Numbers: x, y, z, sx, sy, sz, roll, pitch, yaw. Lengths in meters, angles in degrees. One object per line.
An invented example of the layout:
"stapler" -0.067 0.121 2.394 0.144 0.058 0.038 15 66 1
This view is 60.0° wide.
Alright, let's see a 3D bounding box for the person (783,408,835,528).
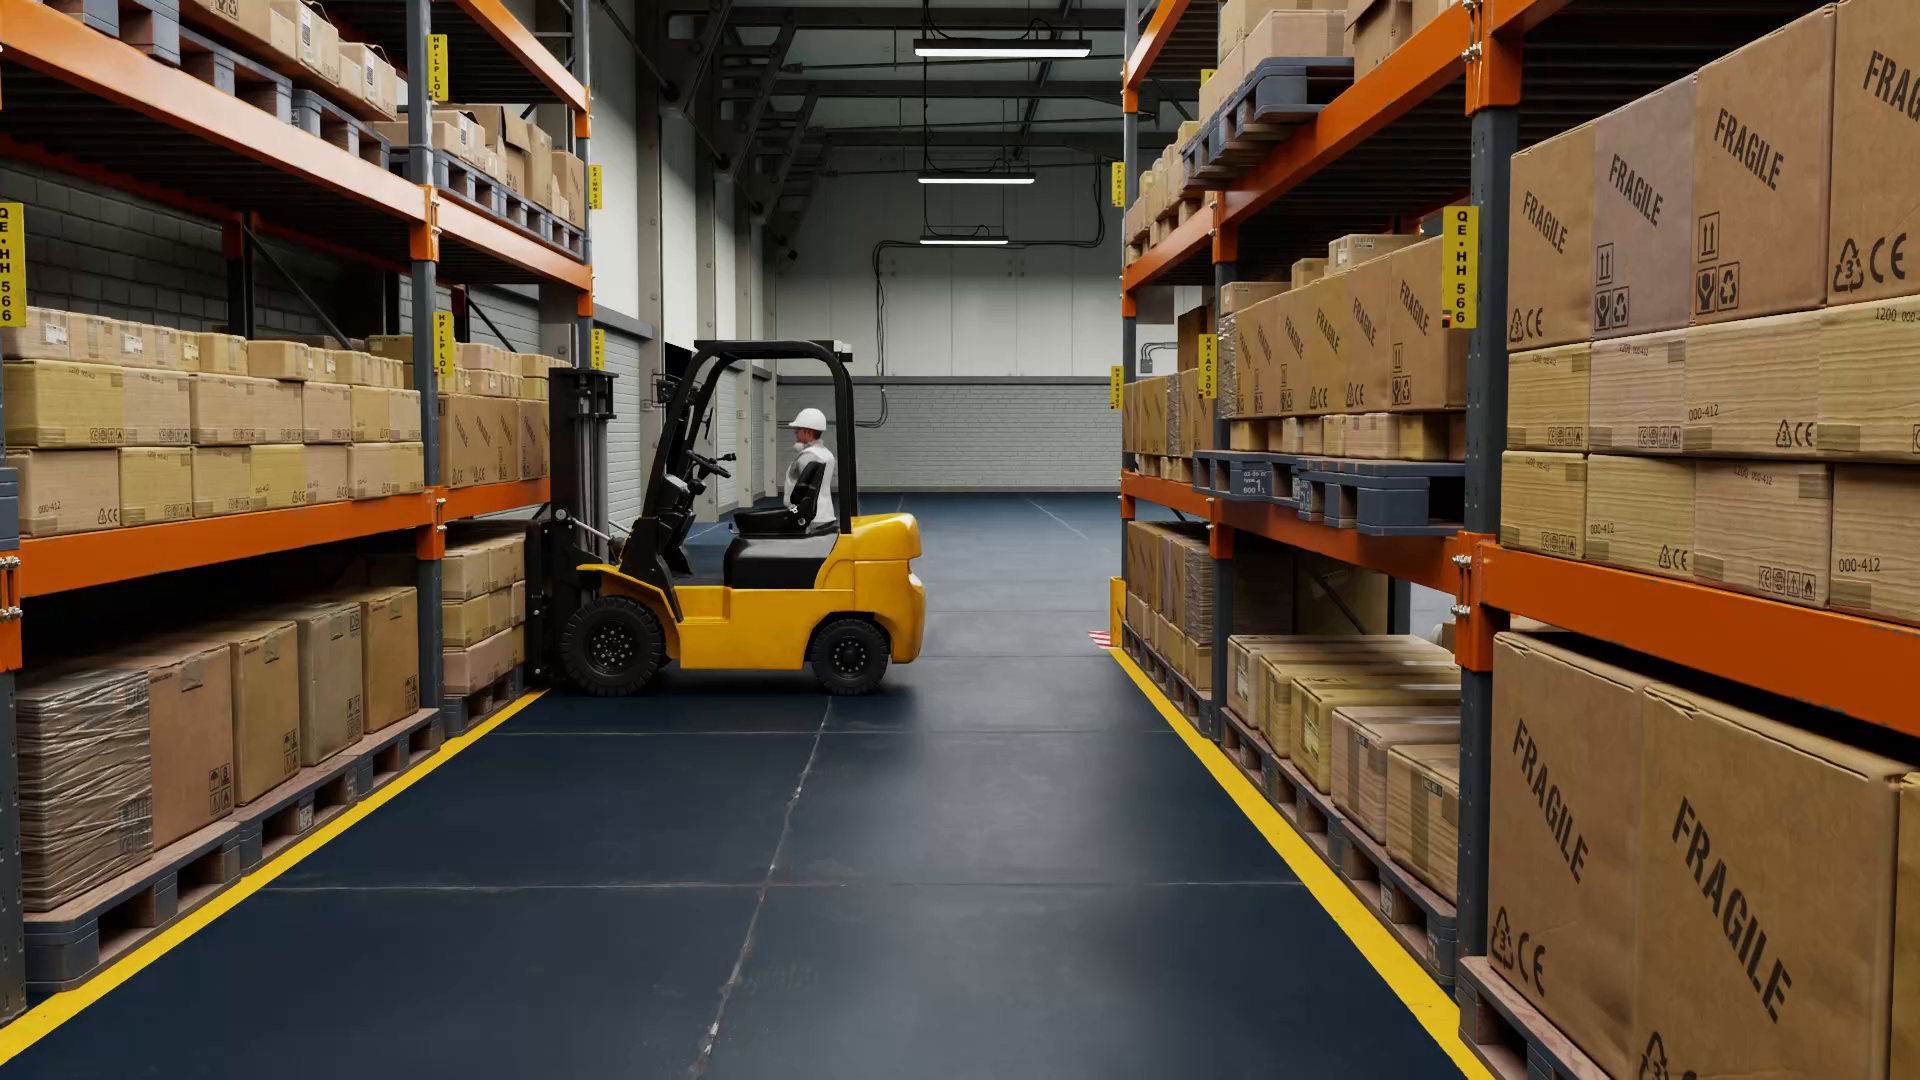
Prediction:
"person" -1.189 -0.123 12.818 0.618 1.778 0.547 1 4 14
